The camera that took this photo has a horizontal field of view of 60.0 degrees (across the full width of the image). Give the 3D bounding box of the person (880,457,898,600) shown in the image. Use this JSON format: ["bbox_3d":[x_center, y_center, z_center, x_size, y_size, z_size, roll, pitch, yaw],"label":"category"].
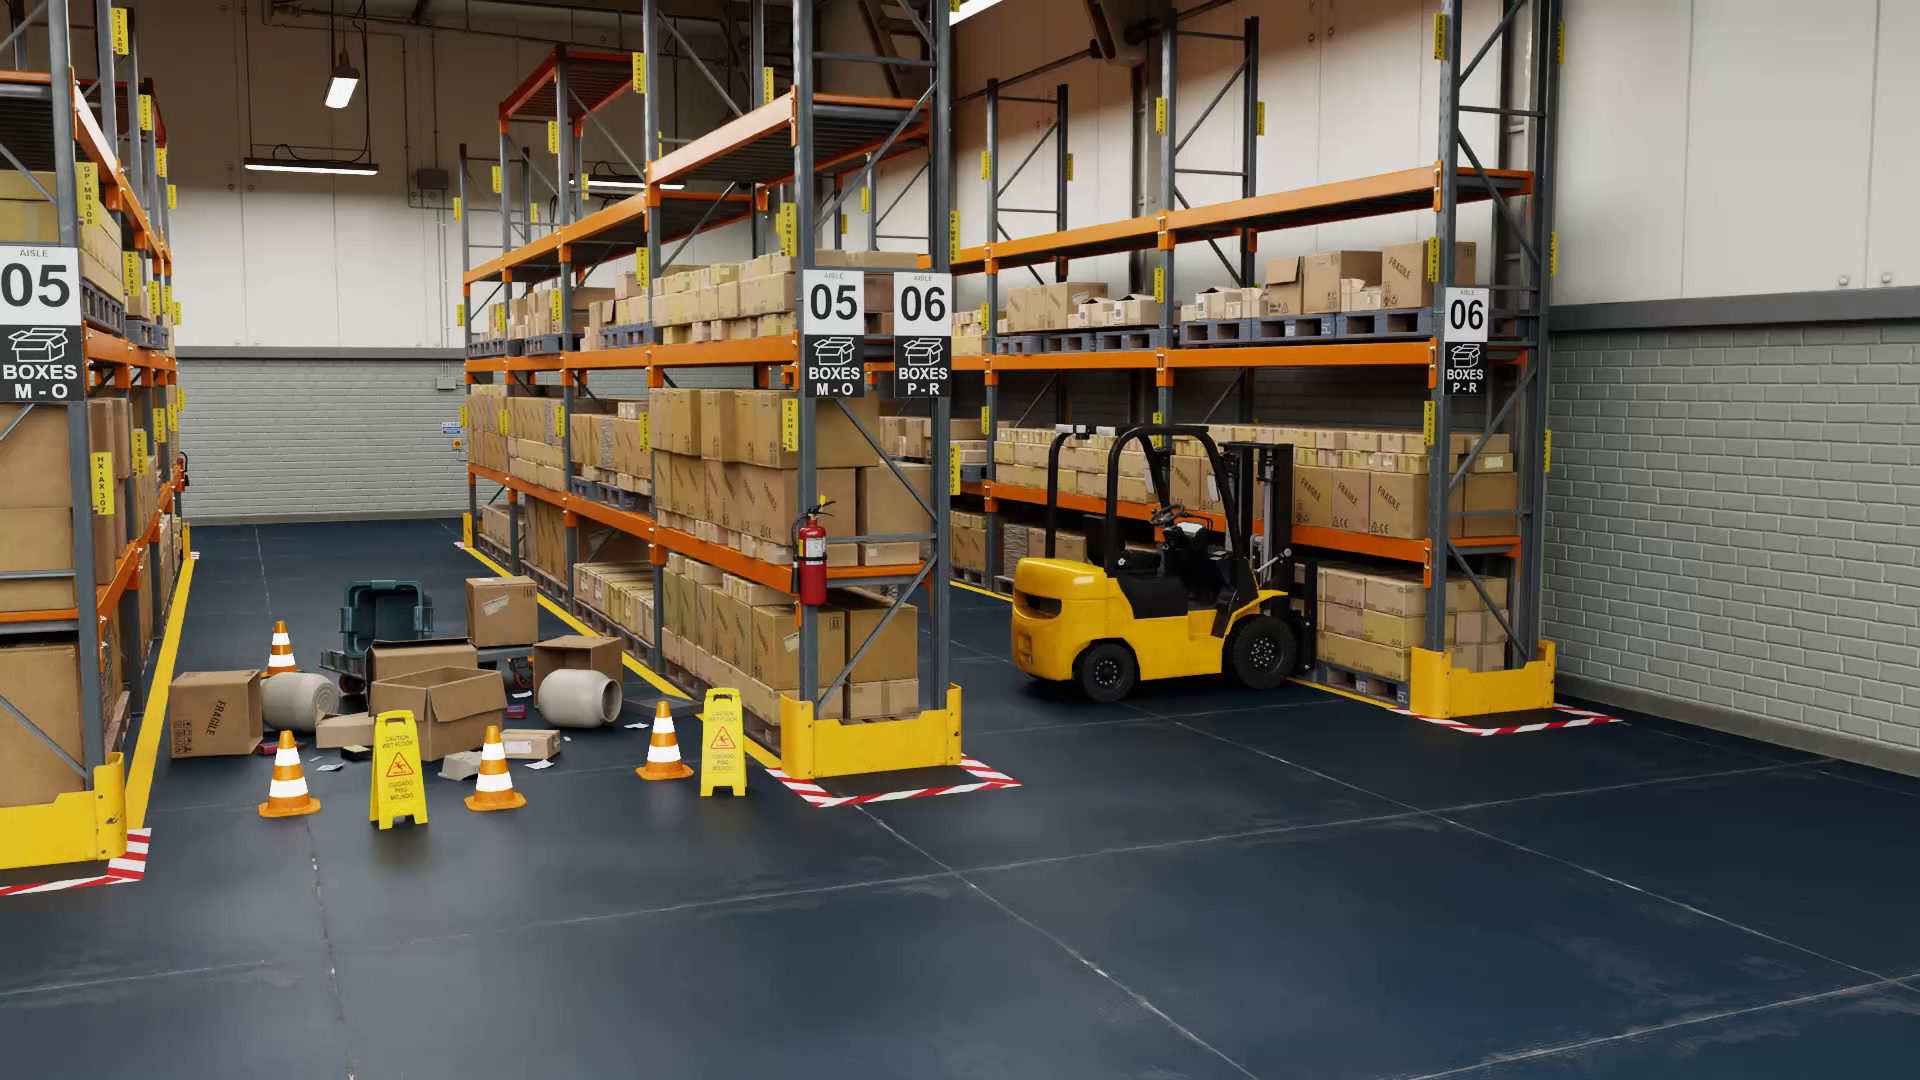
[{"bbox_3d":[-0.839,-0.106,18.686,0.370,1.667,0.547,-3,6,-27],"label":"person"}]
